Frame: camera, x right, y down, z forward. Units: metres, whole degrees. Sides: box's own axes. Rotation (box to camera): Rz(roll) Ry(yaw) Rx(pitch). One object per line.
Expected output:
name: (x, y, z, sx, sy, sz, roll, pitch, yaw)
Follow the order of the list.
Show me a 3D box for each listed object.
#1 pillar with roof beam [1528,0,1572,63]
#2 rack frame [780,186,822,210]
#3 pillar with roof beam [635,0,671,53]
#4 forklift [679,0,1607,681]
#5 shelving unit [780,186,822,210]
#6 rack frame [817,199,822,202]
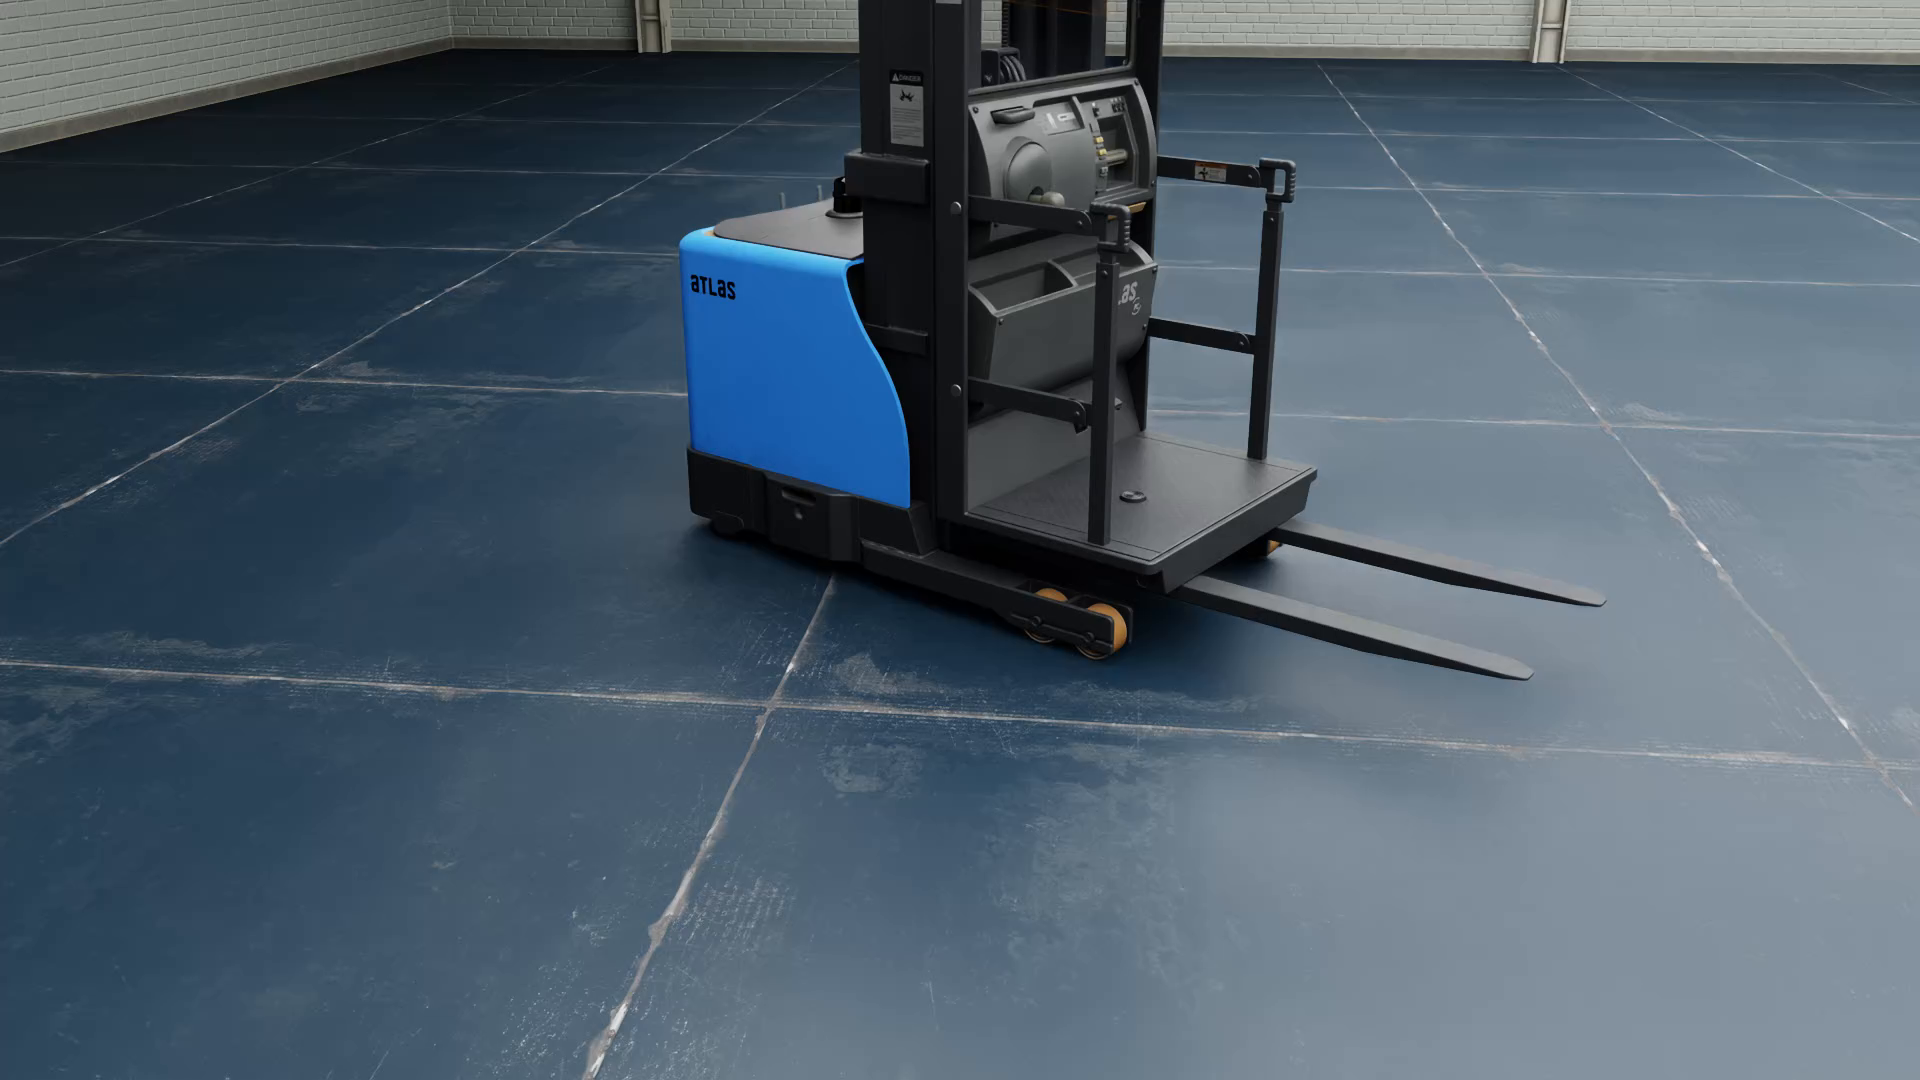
pillar with roof beam: (7.172, -8.885, 16.174, 0.400, 9.000, 9.100, 2, 22, 6)
rack frame: (-0.601, -0.899, 6.774, 0.200, 1.050, 0.008, -21, 28, -37)
pillar with roof beam: (-4.745, -9.404, 17.487, 0.400, 9.000, 9.100, 2, 22, 6)
forklift: (0.501, -1.222, 5.045, 3.031, 2.935, 1.130, 16, 26, 34)
shelving unit: (-0.520, -0.869, 6.688, 0.215, 1.050, 0.252, -21, 28, -37)
rack frame: (-0.439, -0.840, 6.602, 0.200, 1.050, 0.008, -21, 28, -37)
